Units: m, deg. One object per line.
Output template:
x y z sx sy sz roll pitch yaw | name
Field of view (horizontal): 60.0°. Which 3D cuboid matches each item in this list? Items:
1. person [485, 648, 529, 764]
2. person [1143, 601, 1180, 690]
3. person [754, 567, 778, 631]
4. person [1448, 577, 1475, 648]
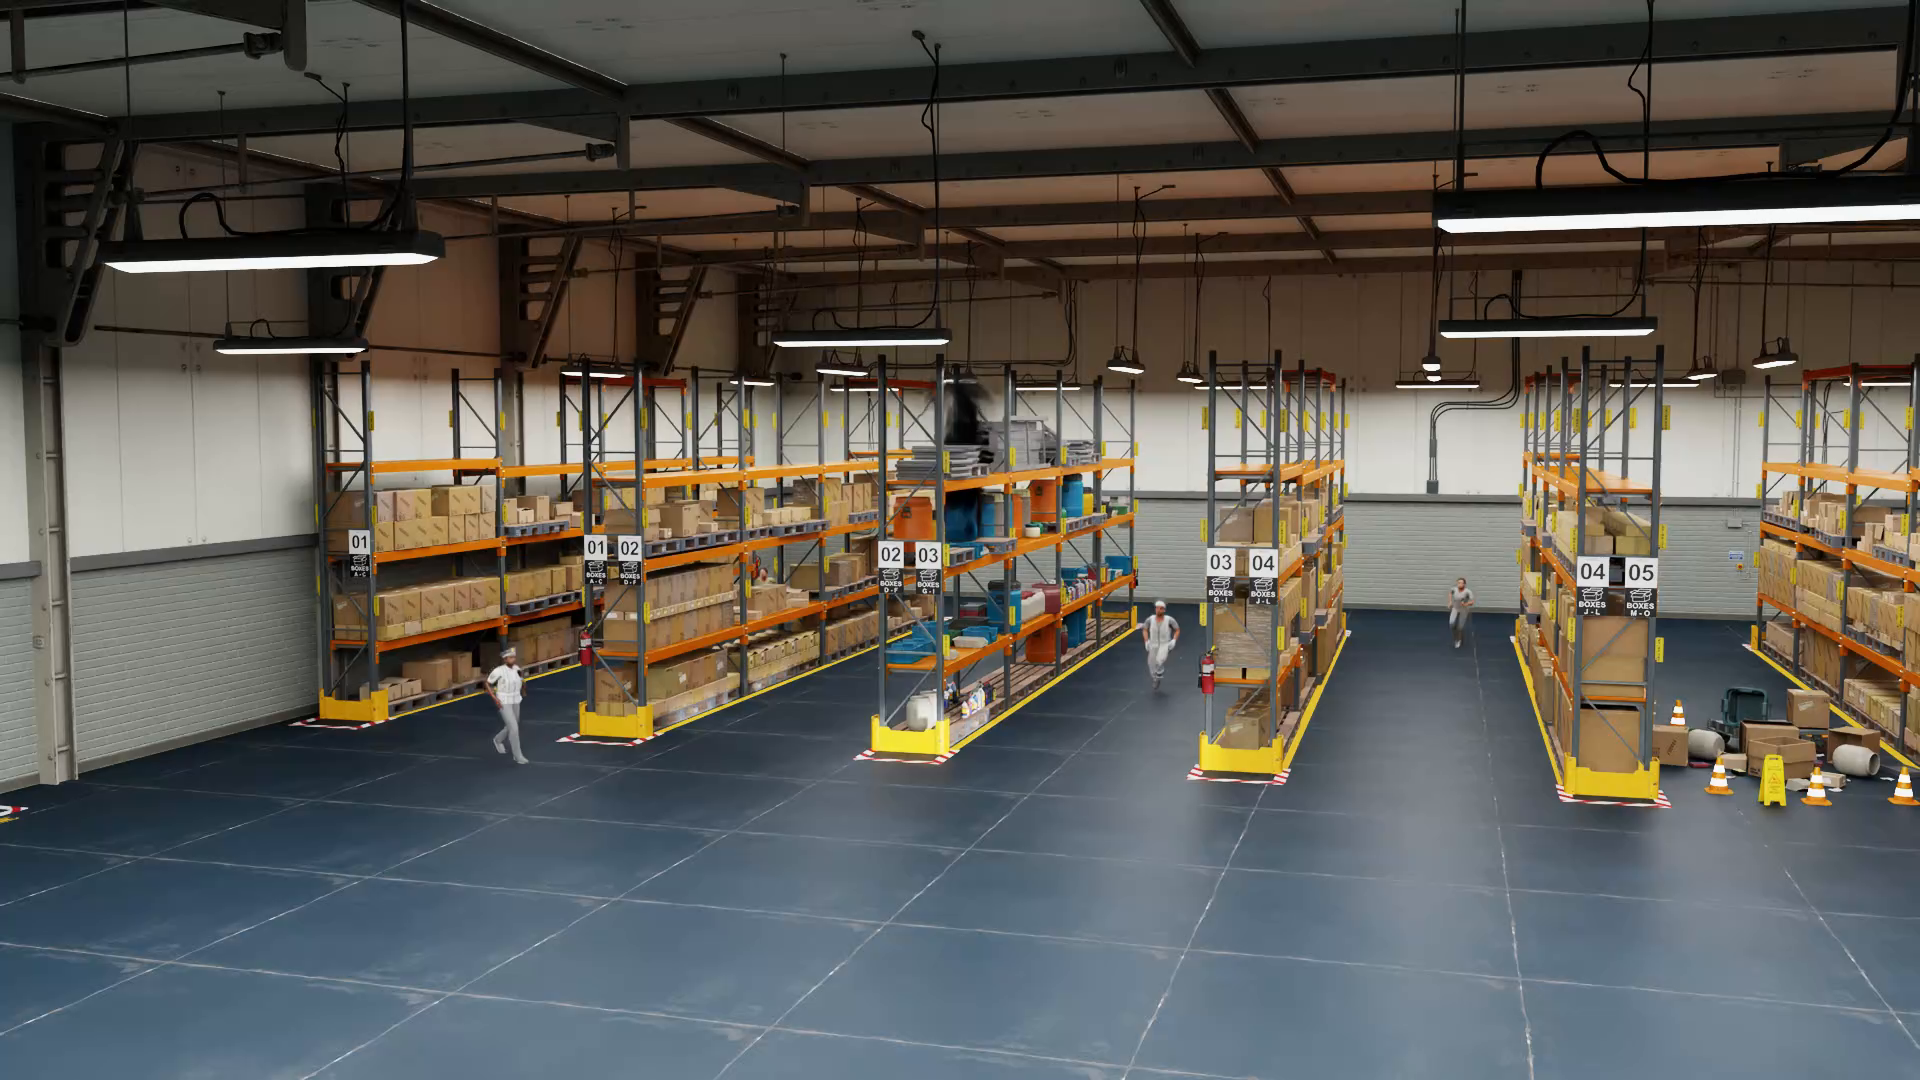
-6.663 2.418 24.509 0.836 1.694 0.599 3 5 35 | person
3.643 1.934 30.185 0.681 1.677 0.783 1 4 15 | person
-4.522 1.430 38.901 0.568 1.612 0.700 1 4 16 | person
11.126 1.607 36.847 0.600 1.611 0.822 2 5 29 | person
